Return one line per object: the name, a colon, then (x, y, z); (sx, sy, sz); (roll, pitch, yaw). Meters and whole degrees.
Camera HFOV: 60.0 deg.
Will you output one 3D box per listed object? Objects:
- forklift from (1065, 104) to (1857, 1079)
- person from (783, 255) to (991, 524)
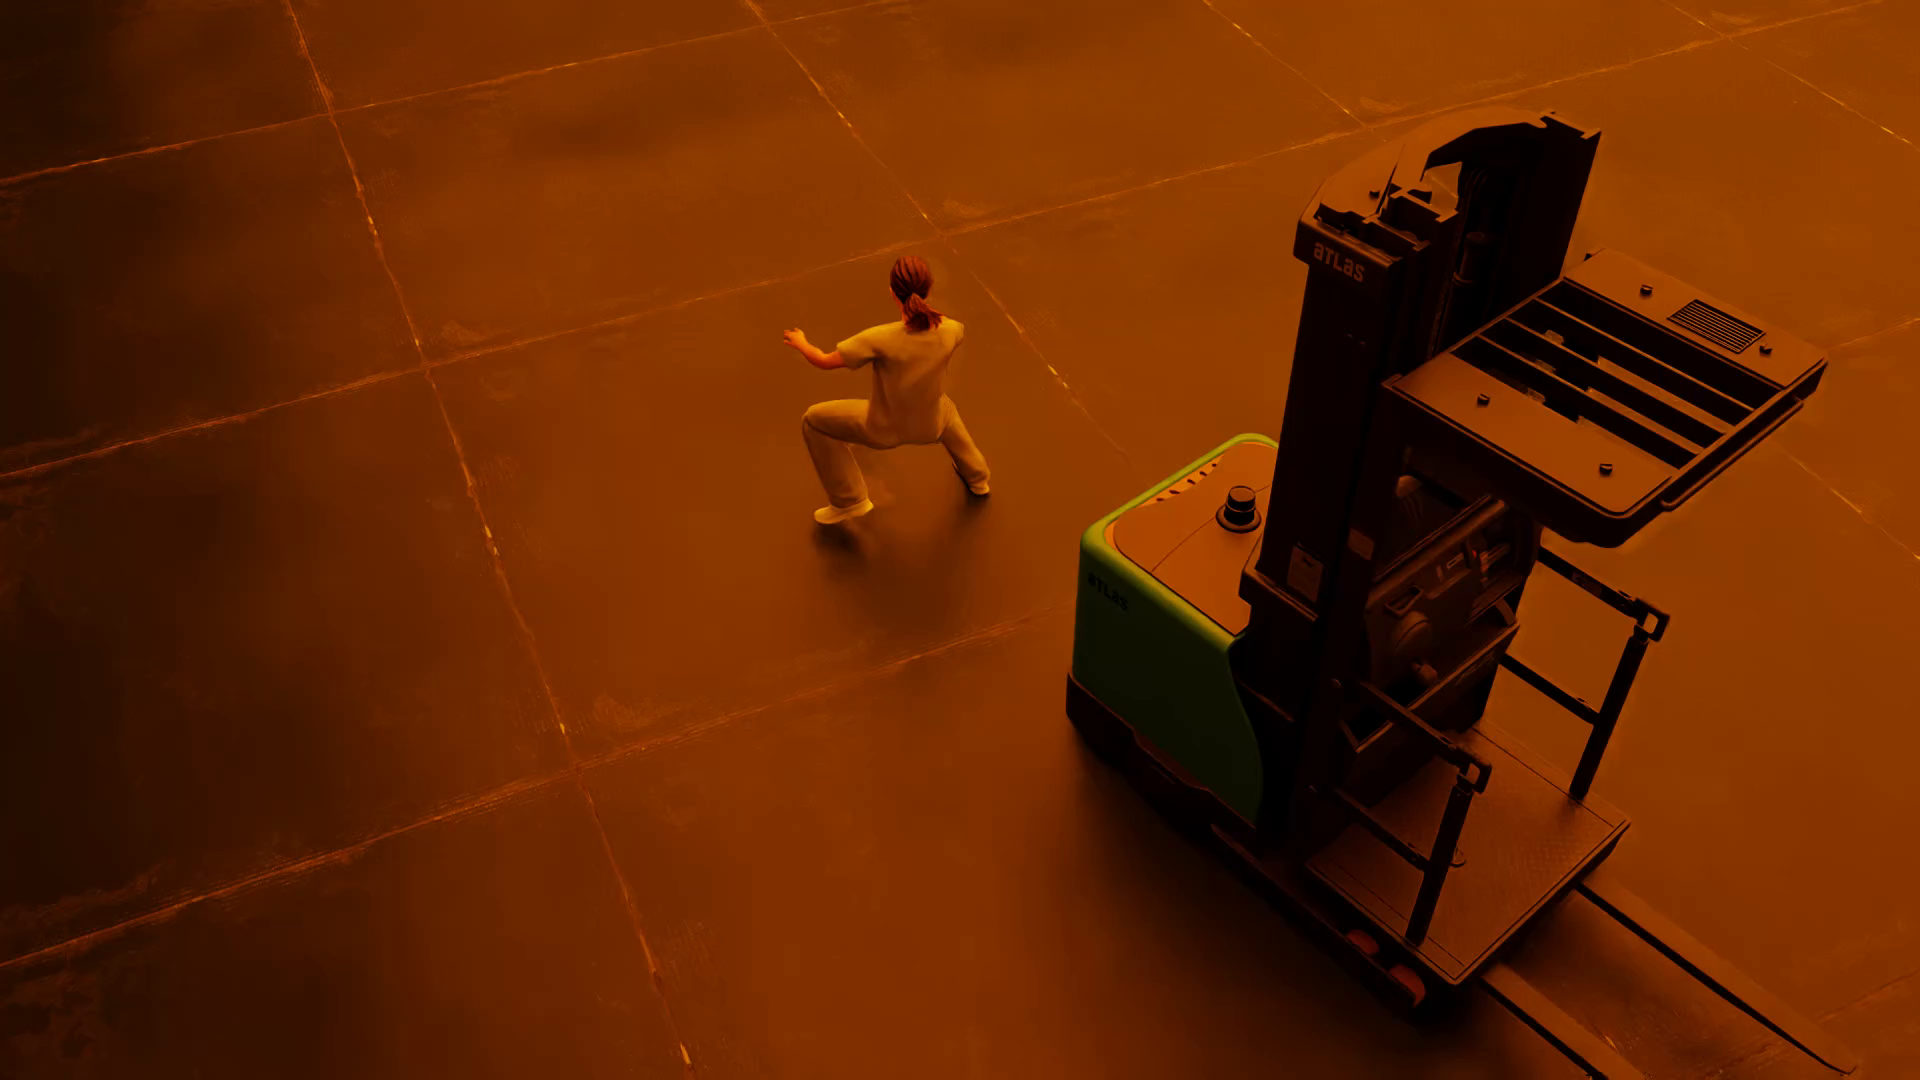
forklift: (1.786, 0.228, 5.436); (1.130, 2.935, 3.031); (-31, 51, -29)
person: (-0.293, -0.702, 7.509); (0.926, 1.462, 0.691); (-14, 45, -14)
